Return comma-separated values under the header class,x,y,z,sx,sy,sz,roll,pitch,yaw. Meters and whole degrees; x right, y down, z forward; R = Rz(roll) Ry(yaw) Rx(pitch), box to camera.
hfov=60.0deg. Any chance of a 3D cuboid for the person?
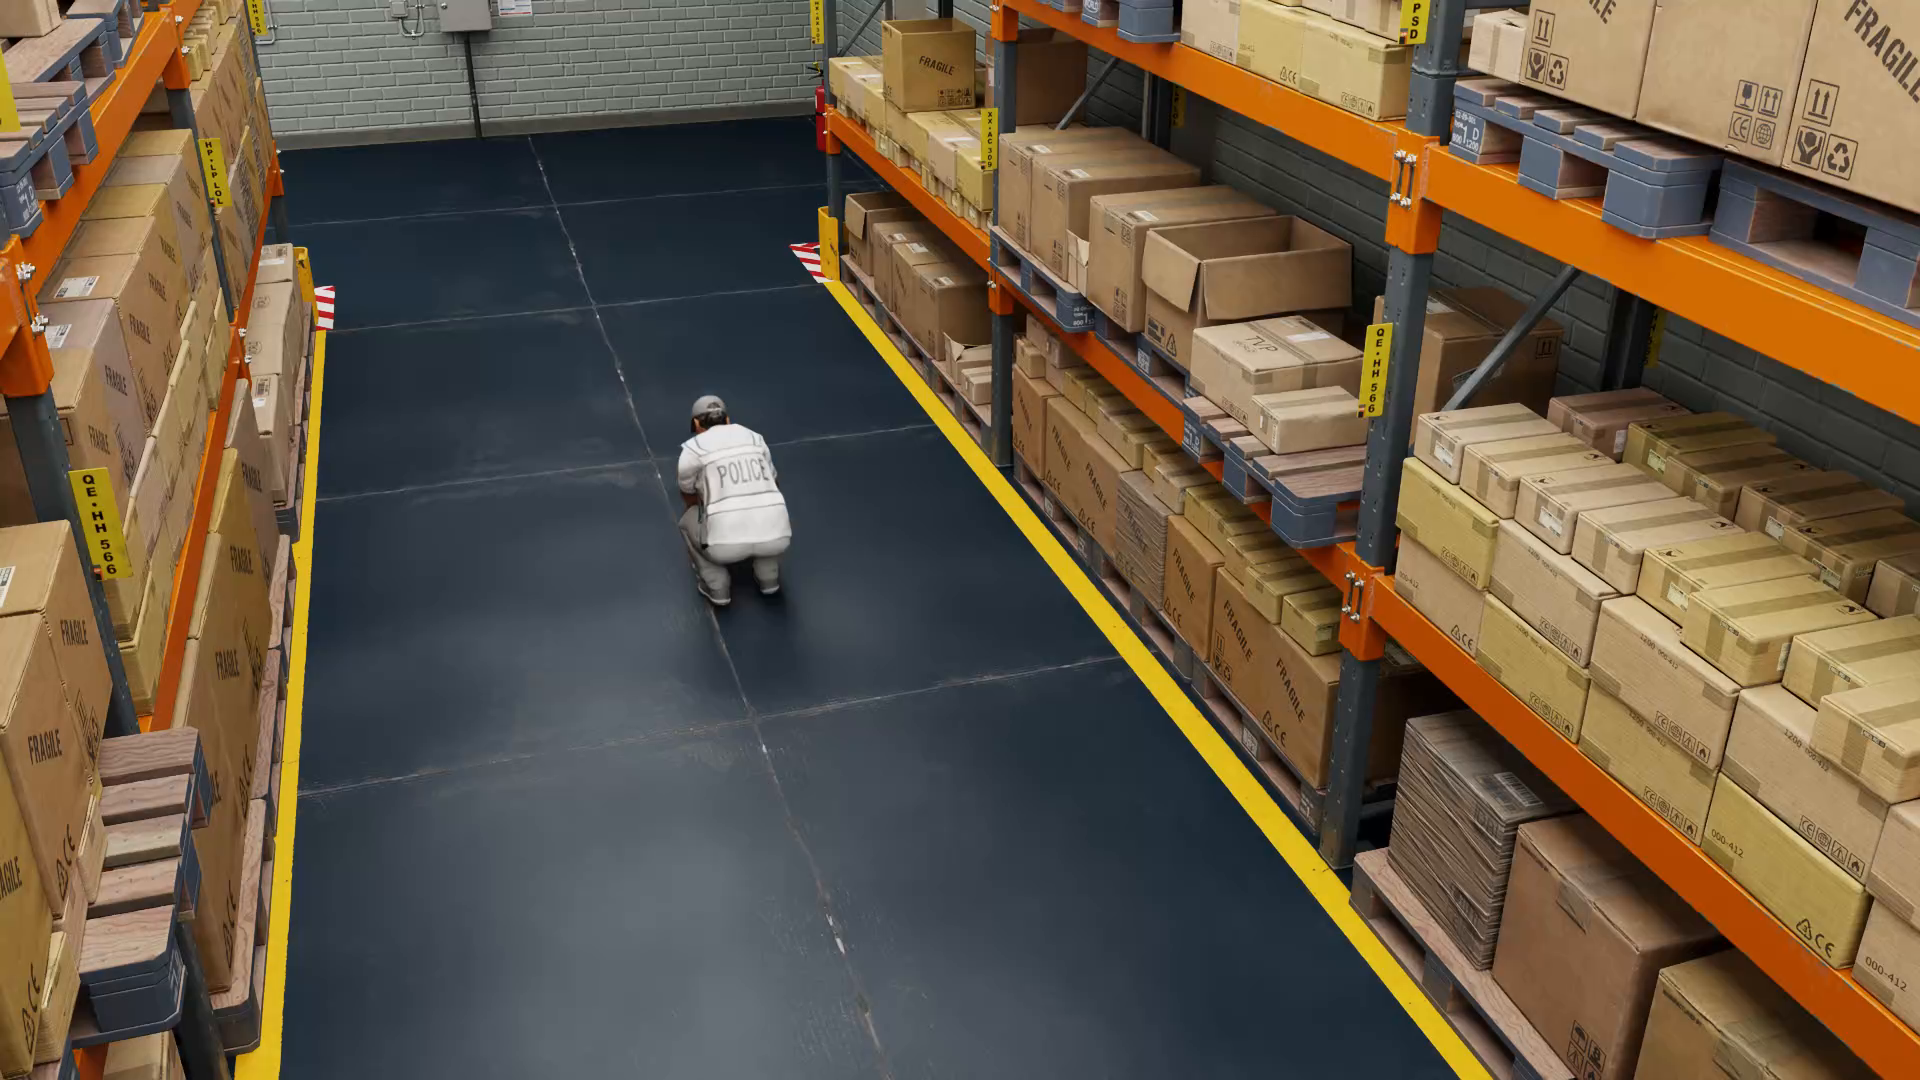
class,x,y,z,sx,sy,sz,roll,pitch,yaw
person,-1.134,-0.197,8.333,0.535,0.945,0.818,-8,28,-16
